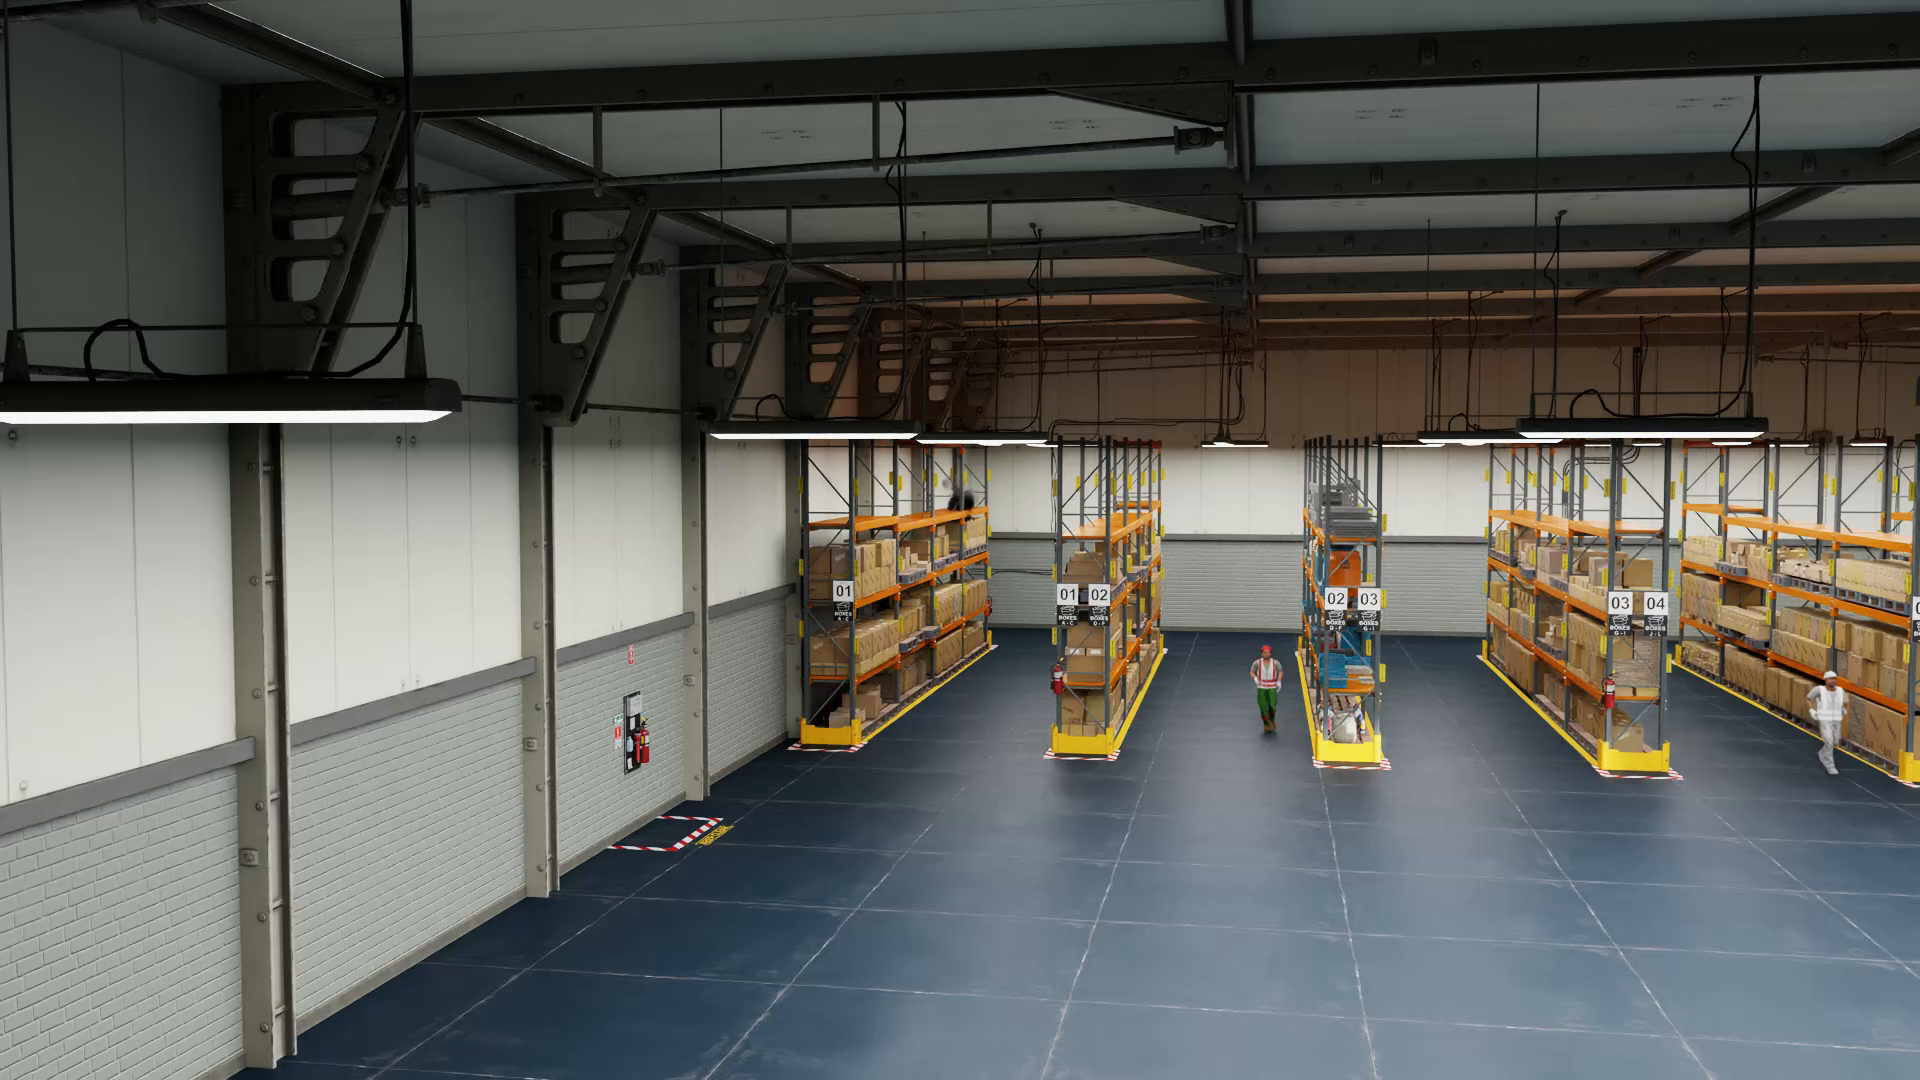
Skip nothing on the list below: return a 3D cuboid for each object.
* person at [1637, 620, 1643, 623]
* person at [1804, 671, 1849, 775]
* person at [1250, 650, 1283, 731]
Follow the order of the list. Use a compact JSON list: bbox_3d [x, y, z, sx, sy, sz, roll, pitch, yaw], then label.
[{"bbox_3d":[18.263,2.474,45.317,0.716,1.595,0.614,2,4,38],"label":"person"},{"bbox_3d":[15.486,3.224,29.662,0.698,1.790,0.856,0,3,1],"label":"person"},{"bbox_3d":[6.204,3.033,33.704,0.652,1.694,0.527,1,3,12],"label":"person"}]
